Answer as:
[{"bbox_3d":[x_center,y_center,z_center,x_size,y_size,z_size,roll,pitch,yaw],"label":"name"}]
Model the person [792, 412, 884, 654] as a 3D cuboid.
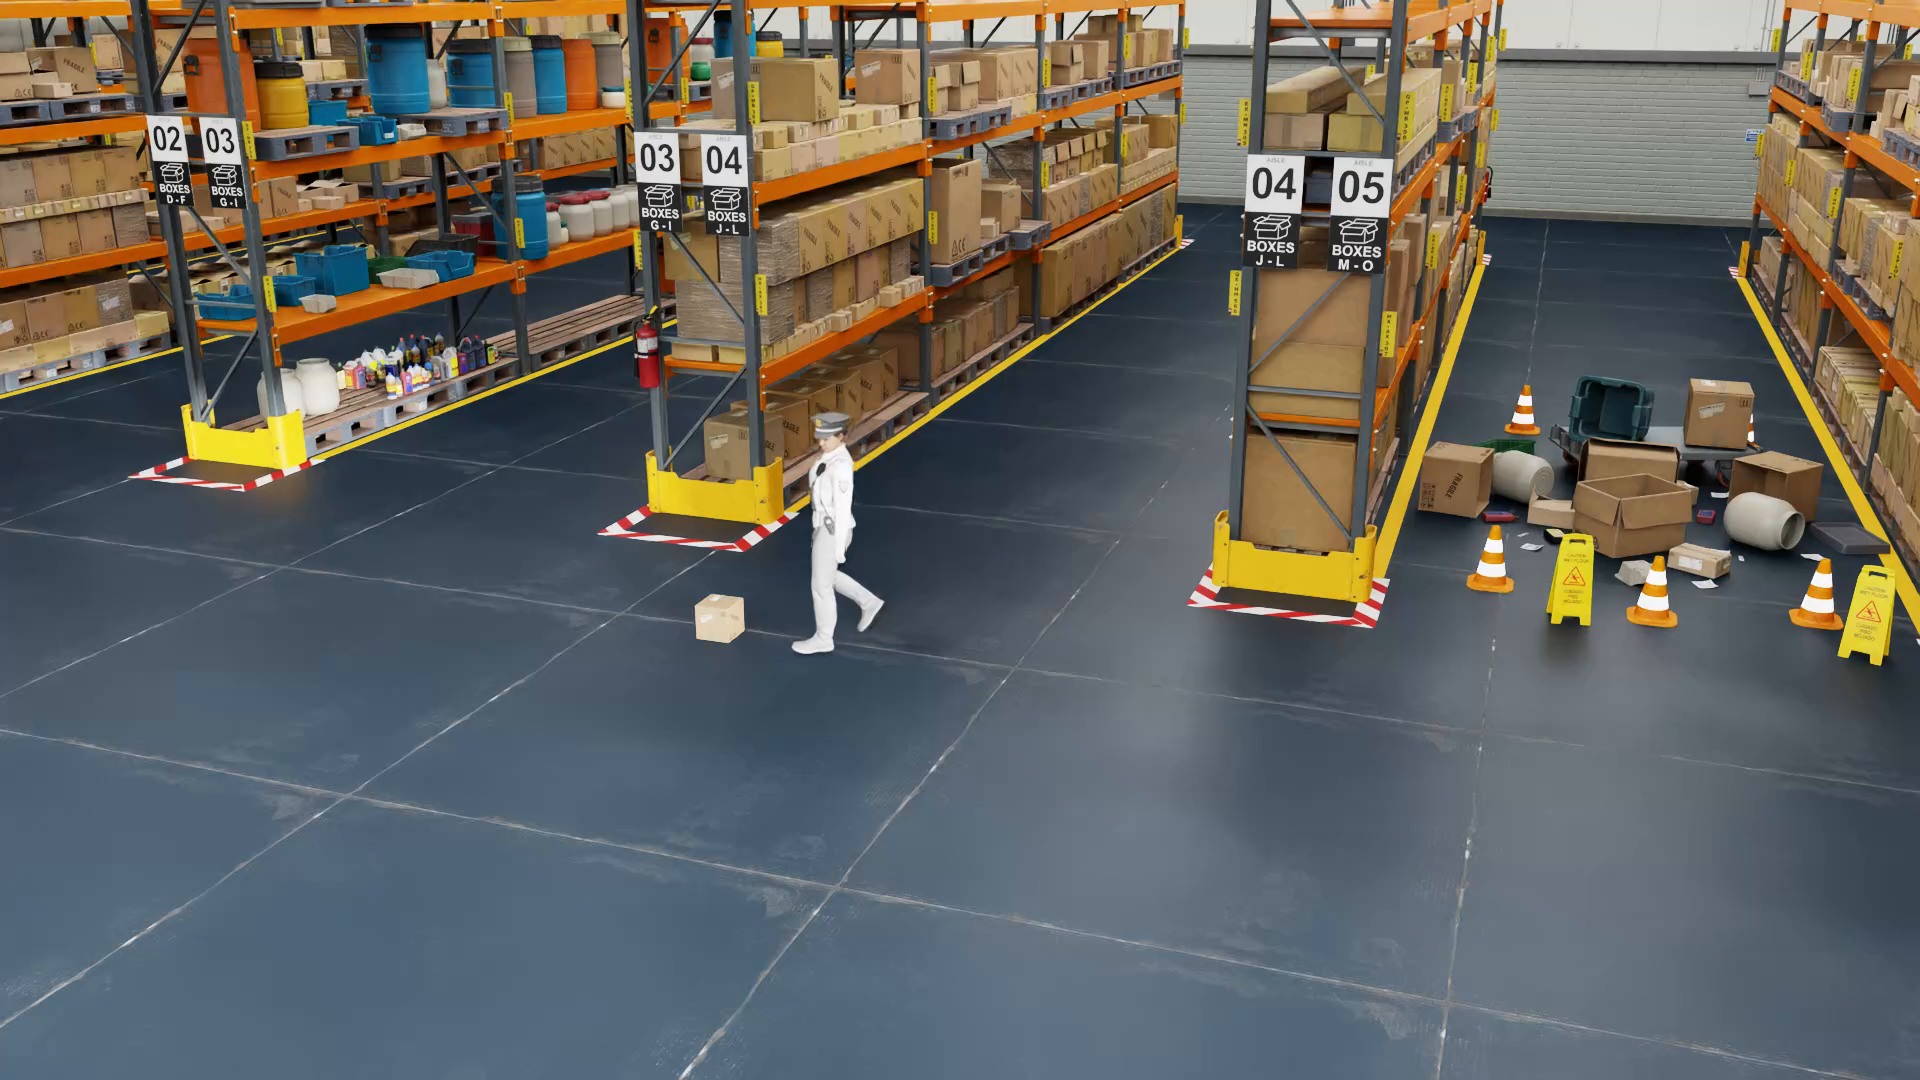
[{"bbox_3d":[-0.834,-0.058,11.190,0.646,1.659,0.501,-2,19,-7],"label":"person"}]
